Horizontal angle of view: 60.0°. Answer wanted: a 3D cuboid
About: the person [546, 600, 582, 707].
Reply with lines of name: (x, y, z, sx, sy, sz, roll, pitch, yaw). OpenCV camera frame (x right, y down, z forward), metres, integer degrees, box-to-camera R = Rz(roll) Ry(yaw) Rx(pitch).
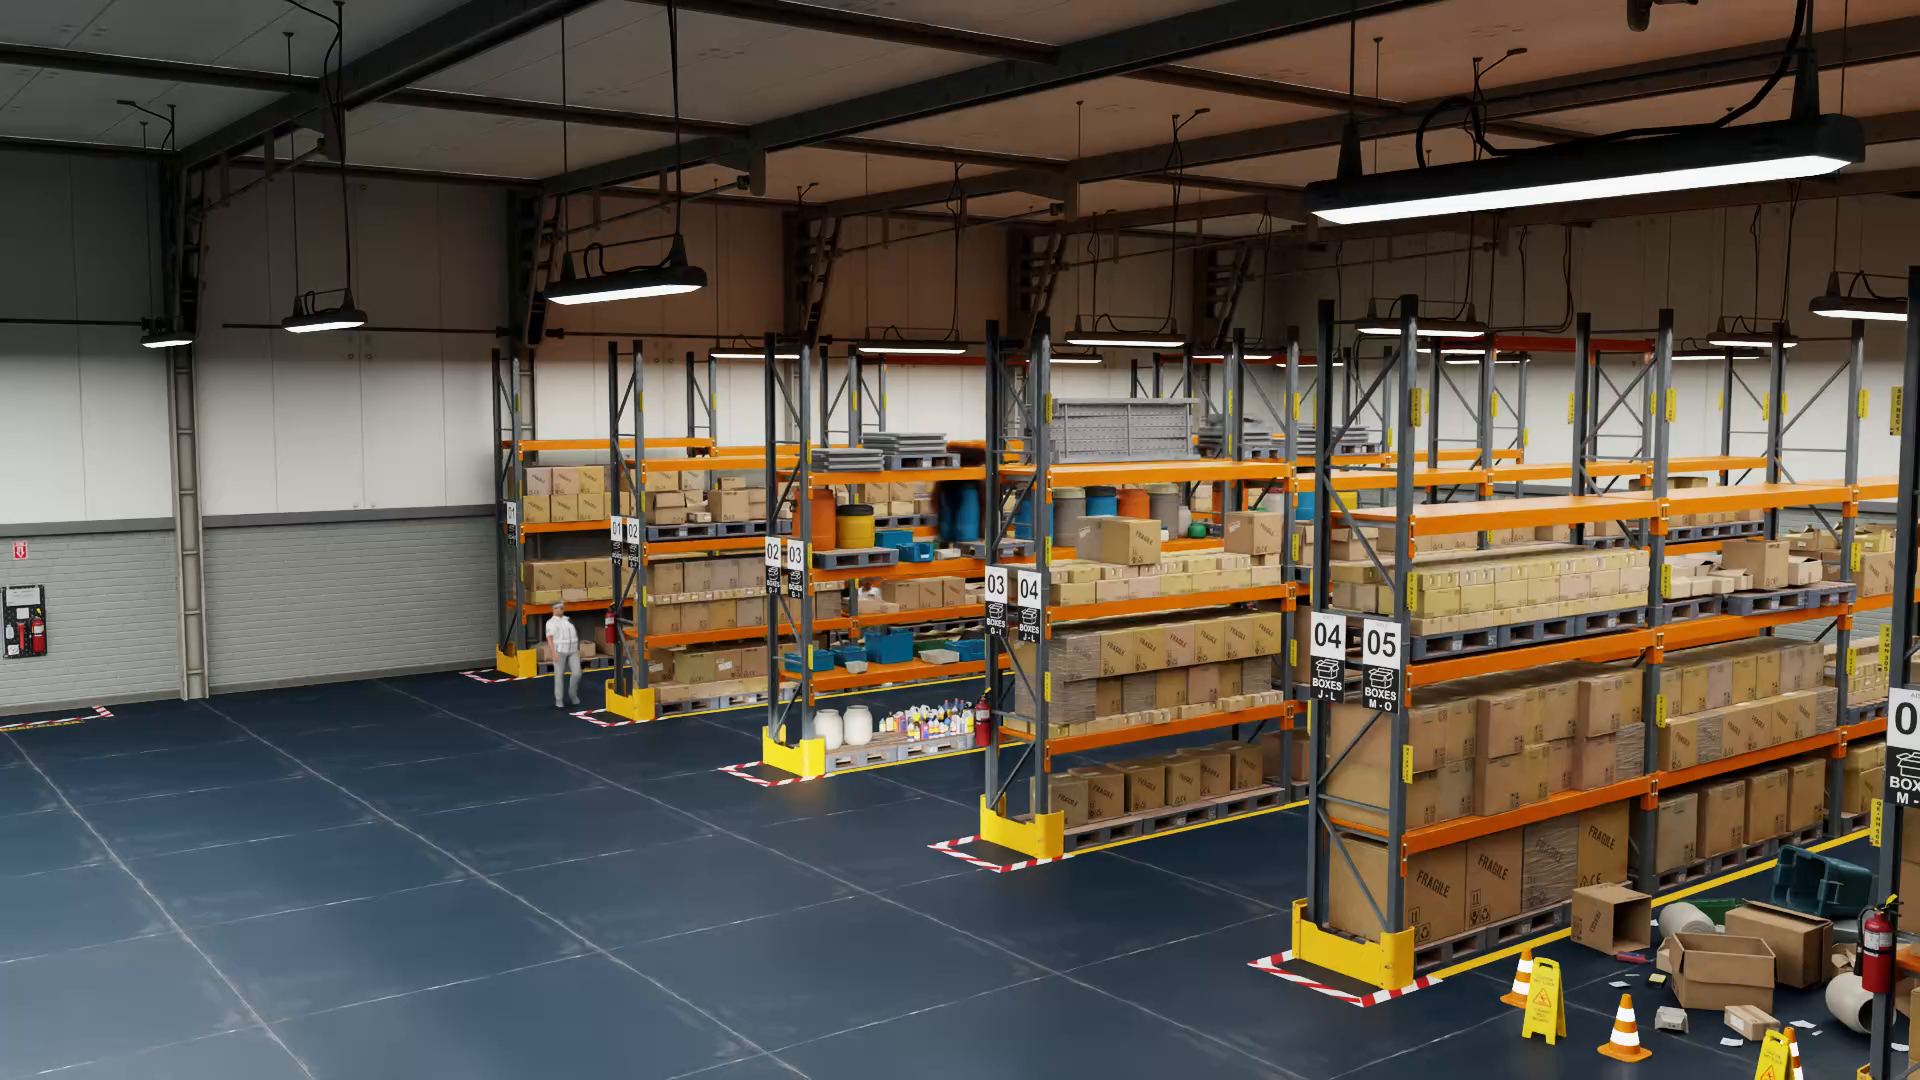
person: (-6.551, 1.885, 27.587, 0.639, 1.794, 0.587, -3, 6, -32)

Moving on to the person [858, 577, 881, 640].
person: (-1.799, 1.492, 31.768, 1.060, 1.729, 0.718, -4, 6, -39)
